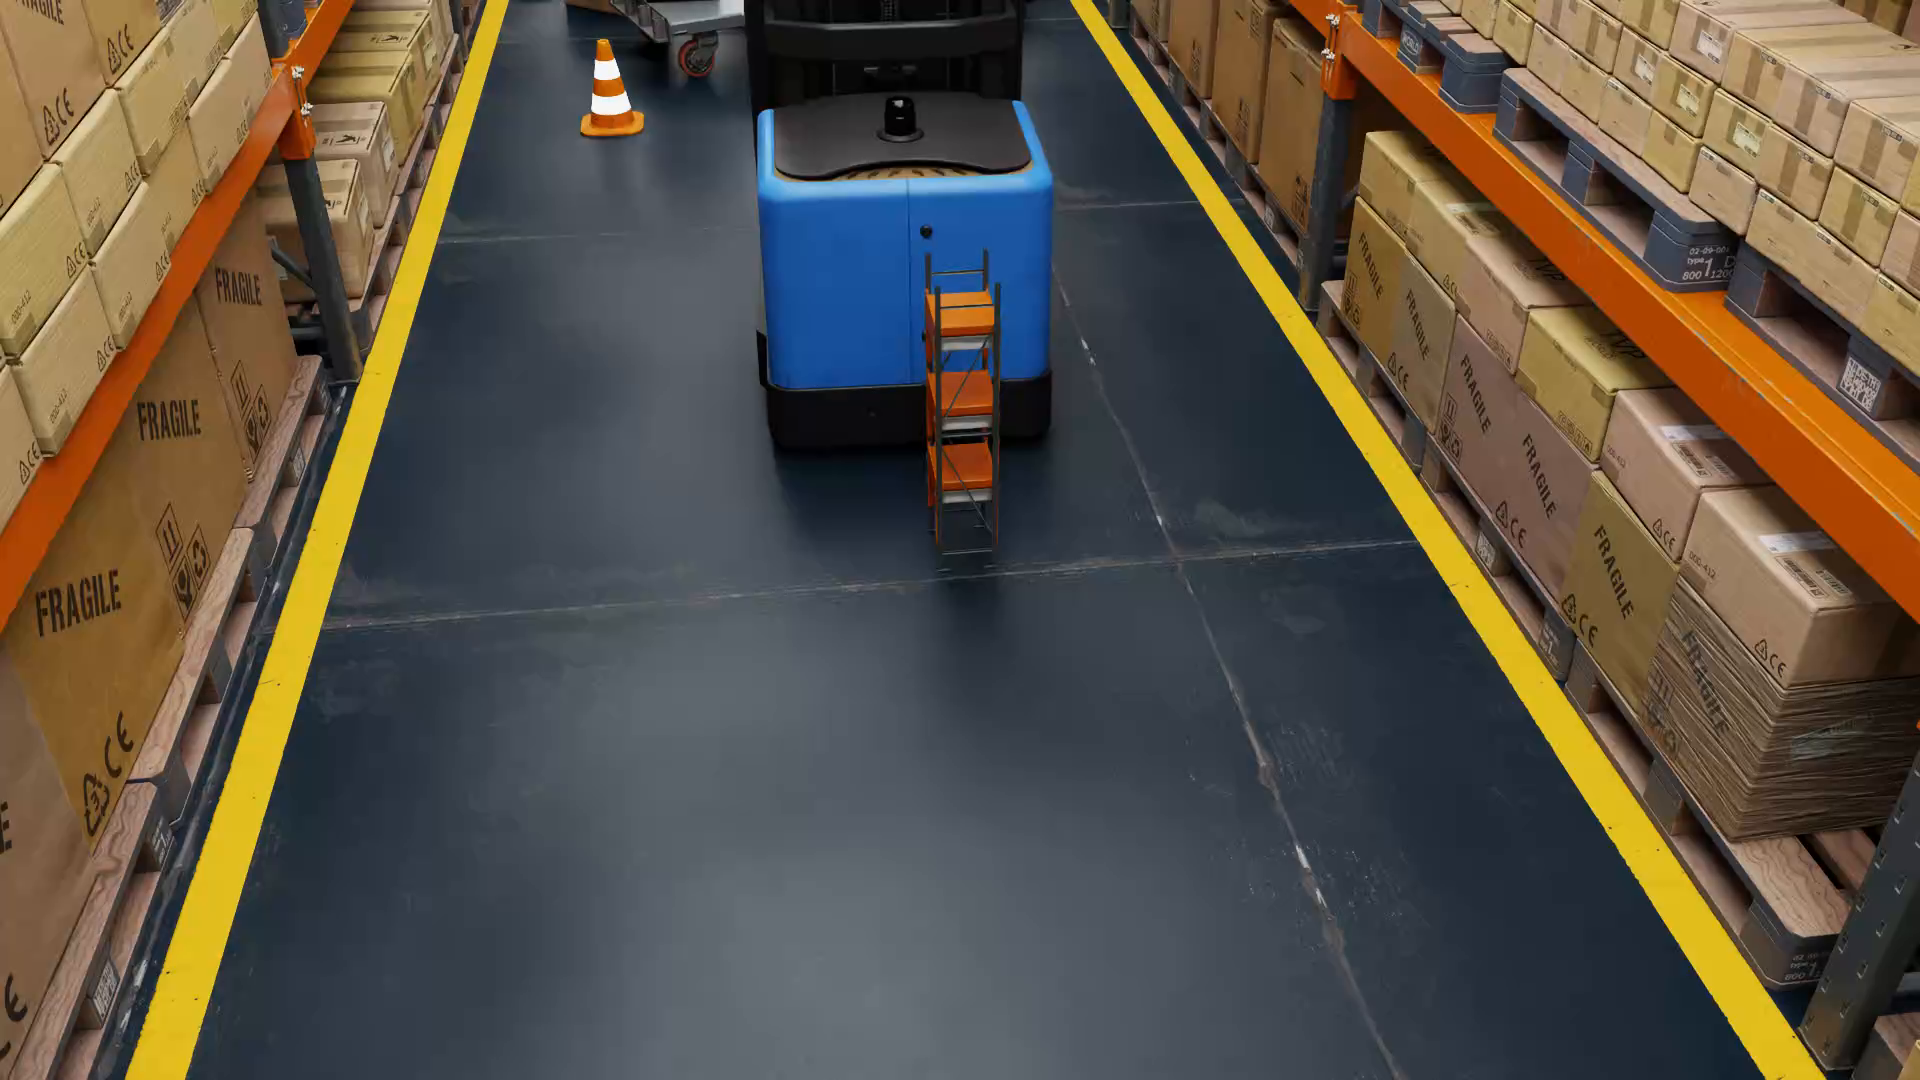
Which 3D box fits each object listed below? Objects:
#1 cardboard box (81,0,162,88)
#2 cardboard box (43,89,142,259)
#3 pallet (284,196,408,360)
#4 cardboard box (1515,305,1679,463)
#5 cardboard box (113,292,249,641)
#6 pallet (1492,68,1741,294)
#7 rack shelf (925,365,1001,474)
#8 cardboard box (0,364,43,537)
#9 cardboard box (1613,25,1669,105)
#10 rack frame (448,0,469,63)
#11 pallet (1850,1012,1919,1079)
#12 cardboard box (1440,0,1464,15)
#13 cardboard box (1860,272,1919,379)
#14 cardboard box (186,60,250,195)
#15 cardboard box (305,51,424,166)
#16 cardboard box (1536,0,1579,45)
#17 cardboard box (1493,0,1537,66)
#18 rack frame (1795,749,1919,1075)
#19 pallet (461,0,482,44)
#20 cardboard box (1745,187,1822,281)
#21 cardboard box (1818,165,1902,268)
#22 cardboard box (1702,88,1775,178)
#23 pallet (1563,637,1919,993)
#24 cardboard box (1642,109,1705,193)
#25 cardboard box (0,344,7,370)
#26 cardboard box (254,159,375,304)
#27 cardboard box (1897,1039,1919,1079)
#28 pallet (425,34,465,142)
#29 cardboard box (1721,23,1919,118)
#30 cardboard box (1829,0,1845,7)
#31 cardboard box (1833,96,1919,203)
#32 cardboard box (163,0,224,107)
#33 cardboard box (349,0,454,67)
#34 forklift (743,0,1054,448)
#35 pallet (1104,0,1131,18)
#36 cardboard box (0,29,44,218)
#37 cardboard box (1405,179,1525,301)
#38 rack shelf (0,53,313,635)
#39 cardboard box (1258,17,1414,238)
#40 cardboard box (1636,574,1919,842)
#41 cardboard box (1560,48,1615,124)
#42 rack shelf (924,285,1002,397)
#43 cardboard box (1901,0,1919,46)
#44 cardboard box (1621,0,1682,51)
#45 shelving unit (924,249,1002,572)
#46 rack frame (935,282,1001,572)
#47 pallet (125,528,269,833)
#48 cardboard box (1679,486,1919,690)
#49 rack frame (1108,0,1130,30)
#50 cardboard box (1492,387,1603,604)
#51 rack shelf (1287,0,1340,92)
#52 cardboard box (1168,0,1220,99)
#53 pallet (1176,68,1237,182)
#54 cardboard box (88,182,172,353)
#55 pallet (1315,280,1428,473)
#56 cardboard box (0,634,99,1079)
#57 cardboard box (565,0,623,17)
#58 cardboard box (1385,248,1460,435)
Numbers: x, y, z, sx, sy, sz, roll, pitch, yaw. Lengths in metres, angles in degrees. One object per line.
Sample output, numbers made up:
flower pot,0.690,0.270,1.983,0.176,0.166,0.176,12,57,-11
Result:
cardboard box,-2.445,-1.480,4.281,0.500,0.500,0.500,-4,35,-6
cardboard box,-2.362,-0.891,4.083,0.500,0.250,0.500,-5,35,-8
pallet,-3.014,-1.141,7.237,1.003,0.211,1.213,-4,35,-6
cardboard box,2.027,-0.485,4.979,0.500,0.250,0.500,-6,35,-8
cardboard box,-2.784,-0.263,4.986,0.875,0.875,0.875,-4,34,-6
pallet,2.288,-1.108,4.882,1.003,0.211,1.213,-4,35,-6
rack shelf,0.007,-0.395,5.416,0.215,0.259,0.240,-4,35,-6
cardboard box,-2.241,-0.117,3.392,0.500,0.250,0.500,-5,35,-8
cardboard box,2.062,-1.327,4.620,0.380,0.149,0.250,-3,34,-5
rack frame,-3.449,-4.089,9.087,1.000,3.000,0.127,-4,35,-6
pallet,2.644,1.468,3.408,1.003,0.211,1.213,-4,35,-6
cardboard box,1.877,-1.944,5.789,0.380,0.149,0.250,-3,34,-4
cardboard box,2.233,-0.478,3.638,0.380,0.149,0.250,-4,34,-6
cardboard box,-2.501,-1.249,5.052,0.500,0.250,0.500,-4,34,-6
cardboard box,-3.180,-2.096,8.122,0.950,0.372,0.625,-3,34,-5
cardboard box,1.991,-1.617,5.045,0.380,0.149,0.250,-4,35,-6
cardboard box,1.951,-1.643,5.347,0.380,0.149,0.250,-3,34,-4
rack frame,2.519,-0.056,3.169,1.000,3.000,0.127,-4,35,-6
pallet,-3.574,-3.309,10.418,1.003,0.211,1.213,-4,35,-6
cardboard box,2.169,-0.757,4.047,0.380,0.149,0.250,-6,35,-9
cardboard box,2.202,-0.742,3.761,0.380,0.149,0.250,-3,34,-4
cardboard box,2.128,-1.039,4.197,0.380,0.149,0.250,-6,35,-9
pallet,2.413,0.662,4.592,1.003,0.211,1.213,-4,35,-6
cardboard box,2.091,-1.060,4.491,0.380,0.149,0.250,-3,34,-4
cardboard box,-2.250,-0.325,3.253,0.500,0.250,0.500,-4,34,-6
cardboard box,-2.977,-1.261,6.897,0.950,0.372,0.625,-7,35,-10
cardboard box,2.249,1.176,3.520,0.380,0.149,0.250,-6,35,-8
pallet,-3.342,-2.503,9.235,1.003,0.211,1.213,-4,35,-6
cardboard box,2.136,-1.159,4.109,0.380,0.149,0.250,-5,35,-8
cardboard box,2.673,-1.644,4.820,0.380,0.149,0.250,-3,34,-4
cardboard box,2.202,-0.875,3.693,0.380,0.149,0.250,-5,35,-8
cardboard box,-2.521,-1.465,4.925,0.500,0.250,0.500,-5,35,-8
cardboard box,-3.376,-2.885,9.280,0.950,0.372,0.625,-4,34,-6
forklift,-0.322,-2.362,6.613,1.130,2.935,3.031,-3,34,-5
pallet,1.418,-3.799,11.137,1.003,0.211,1.213,-4,35,-6
cardboard box,-2.308,-0.909,3.443,0.500,0.500,0.500,-5,35,-8
cardboard box,1.902,-1.053,5.812,0.500,0.250,0.500,-5,35,-7
rack shelf,-2.642,-0.444,4.377,1.077,0.370,4.000,-4,35,-6
cardboard box,1.988,-1.879,7.468,1.050,0.750,0.750,-5,35,-7
cardboard box,2.170,0.409,4.333,0.500,0.500,0.500,-5,35,-7
cardboard box,2.021,-1.354,4.923,0.380,0.149,0.250,-4,34,-6
rack shelf,0.007,-0.630,5.257,0.215,0.259,0.240,-4,35,-6
cardboard box,2.747,-1.348,4.386,0.380,0.149,0.250,-3,34,-5
cardboard box,2.059,-1.459,4.549,0.380,0.149,0.250,-5,35,-7
shelving unit,0.007,-0.404,5.411,0.215,1.050,0.252,-4,35,-6
rack frame,0.024,-0.336,5.311,0.200,1.050,0.008,-4,35,-6
pallet,-2.719,0.420,4.946,1.003,0.211,1.213,-4,35,-6
cardboard box,2.168,0.097,4.125,0.500,0.250,0.500,-5,35,-8
rack frame,1.443,-4.521,9.720,1.000,3.000,0.127,-4,35,-6
cardboard box,2.036,-0.164,5.174,0.500,0.500,0.500,-5,35,-7
rack shelf,1.712,-3.107,8.285,1.077,0.370,4.000,-4,35,-6
cardboard box,1.741,-2.886,8.947,1.050,0.750,0.750,-4,35,-6
pallet,1.789,-2.261,8.881,1.003,0.211,1.213,-4,35,-6
cardboard box,-2.353,-0.684,4.224,0.500,0.250,0.500,-5,35,-7
pallet,2.084,-0.700,6.590,1.003,0.211,1.213,-4,35,-6
cardboard box,-2.535,0.739,3.515,0.875,0.875,0.875,-3,34,-5
cardboard box,-2.244,-3.758,10.819,0.500,0.500,0.500,20,39,26
cardboard box,1.894,-0.735,6.011,0.500,0.500,0.500,-4,34,-6
